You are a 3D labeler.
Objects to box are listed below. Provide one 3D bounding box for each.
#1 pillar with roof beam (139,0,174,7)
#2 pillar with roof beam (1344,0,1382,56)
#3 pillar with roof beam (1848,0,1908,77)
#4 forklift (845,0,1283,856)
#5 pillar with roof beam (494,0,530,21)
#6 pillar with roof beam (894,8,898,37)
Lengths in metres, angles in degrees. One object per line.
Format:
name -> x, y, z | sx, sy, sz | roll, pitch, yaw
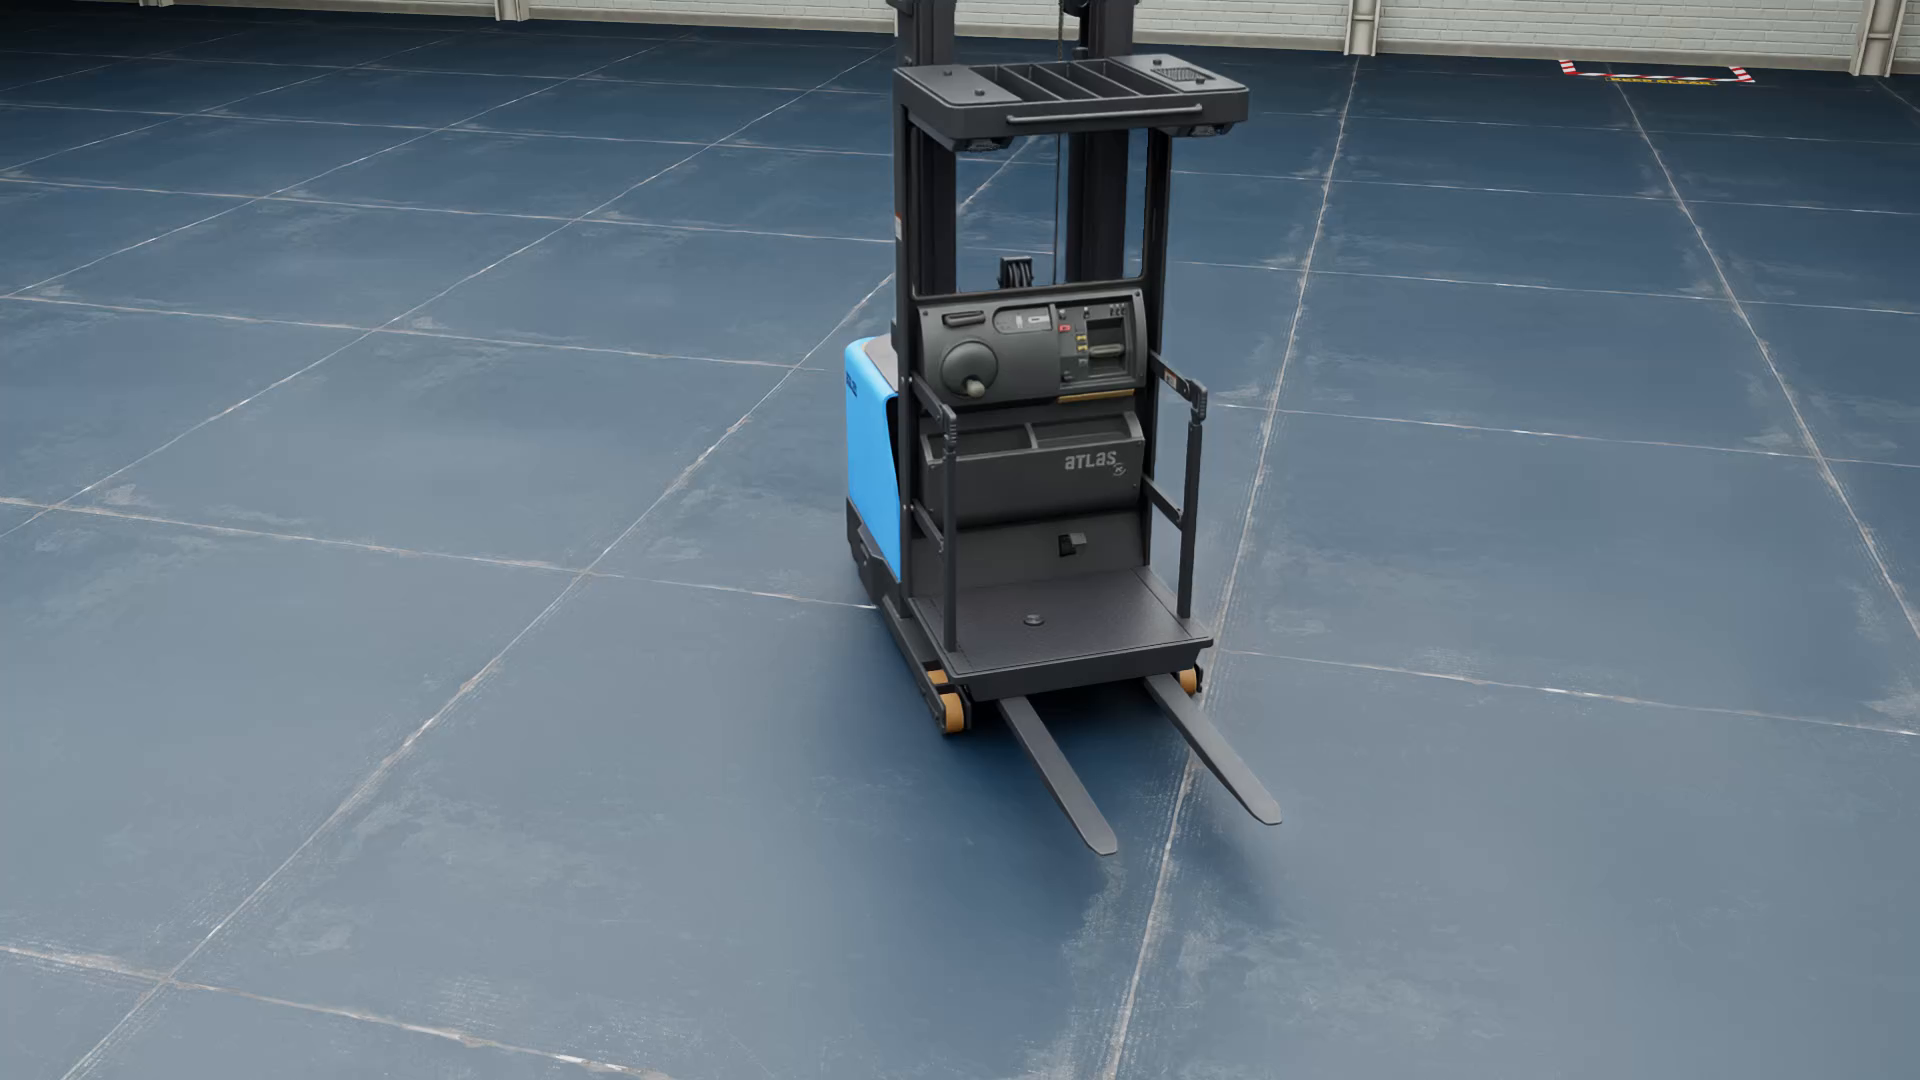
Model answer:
pillar with roof beam -> -13.357, -10.461, 19.754 | 0.400, 9.000, 9.100 | 6, 26, 13
pillar with roof beam -> 4.076, -8.534, 15.706 | 0.400, 9.000, 9.100 | 6, 26, 13
pillar with roof beam -> 9.887, -7.891, 14.357 | 0.400, 9.000, 9.100 | 6, 26, 13
forklift -> 0.359, -0.739, 6.393 | 1.130, 2.935, 3.031 | -7, 26, -15
pillar with roof beam -> -7.546, -9.818, 18.404 | 0.400, 9.000, 9.100 | 6, 26, 13
pillar with roof beam -> -1.735, -9.176, 17.055 | 0.400, 9.000, 9.100 | 6, 26, 13
